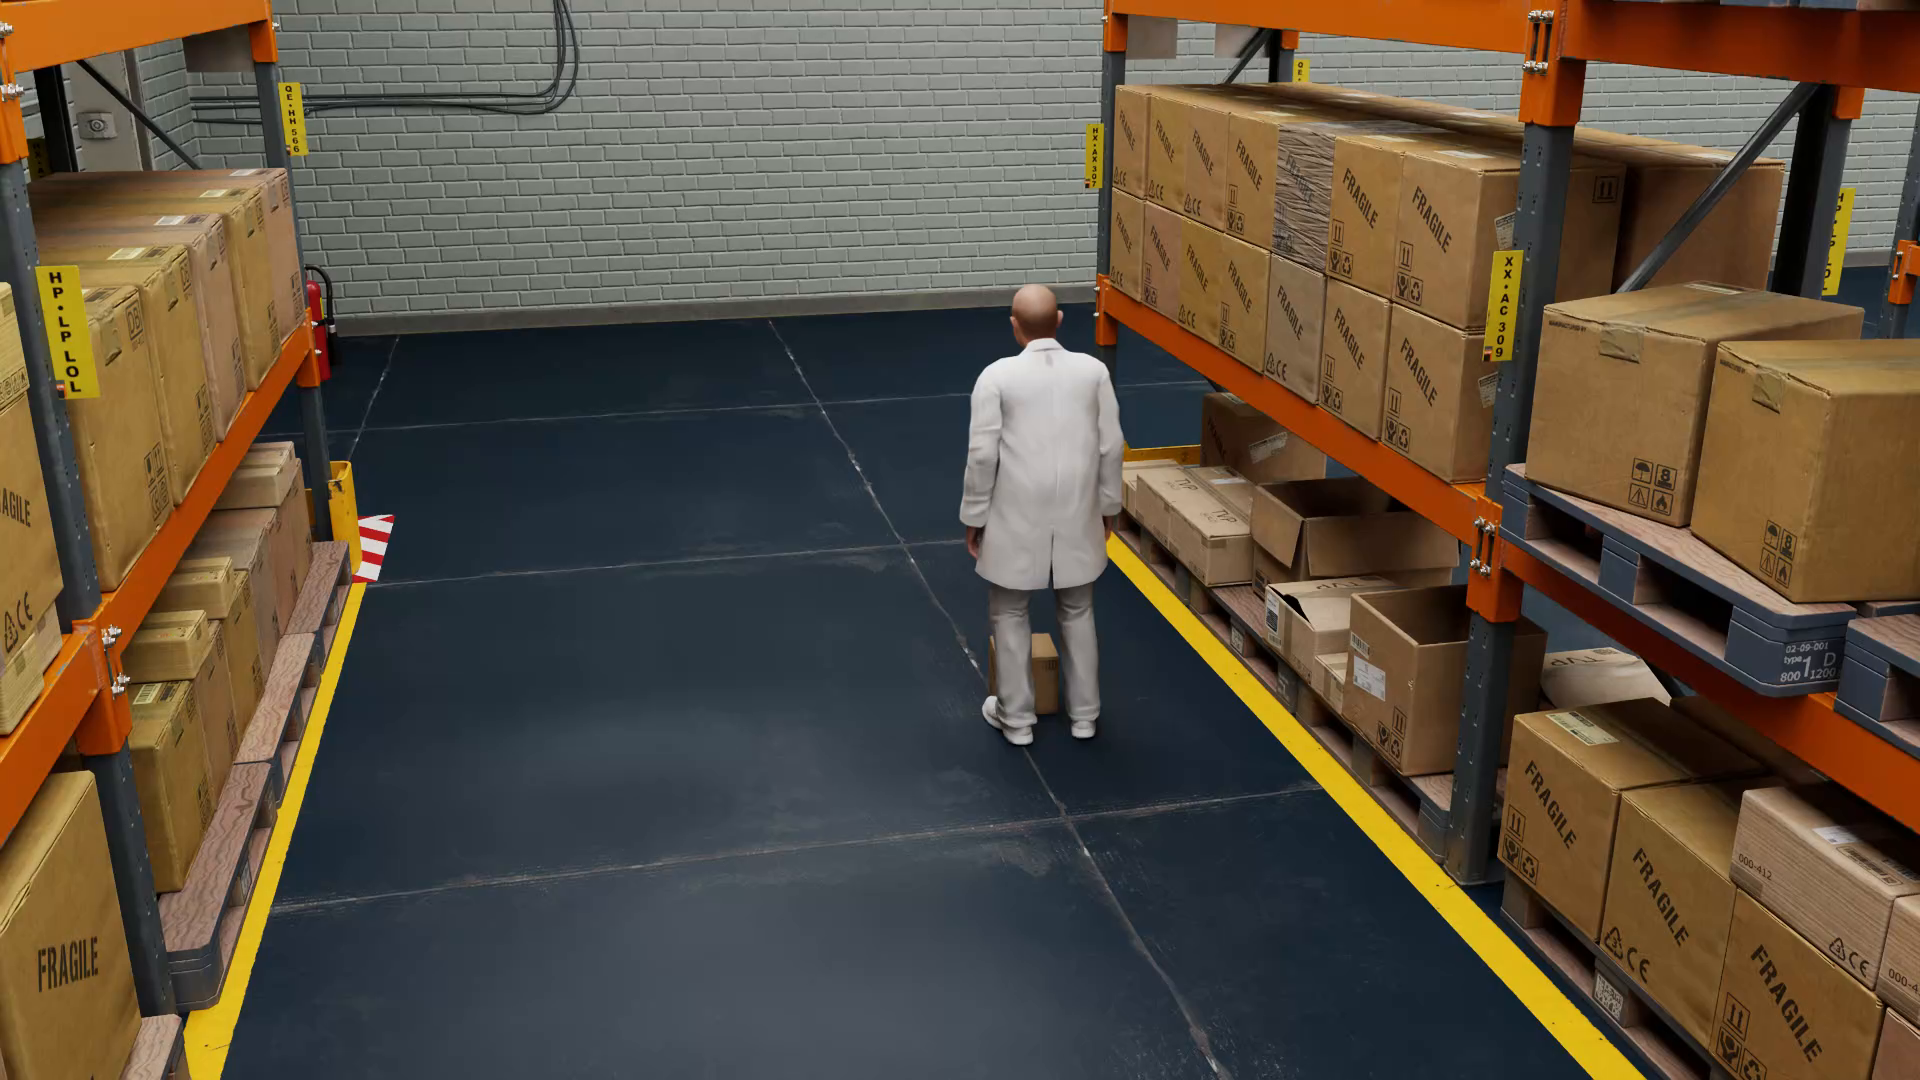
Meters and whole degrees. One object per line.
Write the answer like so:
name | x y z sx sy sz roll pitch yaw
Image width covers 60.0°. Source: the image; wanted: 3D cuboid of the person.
person | 0.308 -0.086 6.339 0.640 1.772 0.428 -4 20 -12
